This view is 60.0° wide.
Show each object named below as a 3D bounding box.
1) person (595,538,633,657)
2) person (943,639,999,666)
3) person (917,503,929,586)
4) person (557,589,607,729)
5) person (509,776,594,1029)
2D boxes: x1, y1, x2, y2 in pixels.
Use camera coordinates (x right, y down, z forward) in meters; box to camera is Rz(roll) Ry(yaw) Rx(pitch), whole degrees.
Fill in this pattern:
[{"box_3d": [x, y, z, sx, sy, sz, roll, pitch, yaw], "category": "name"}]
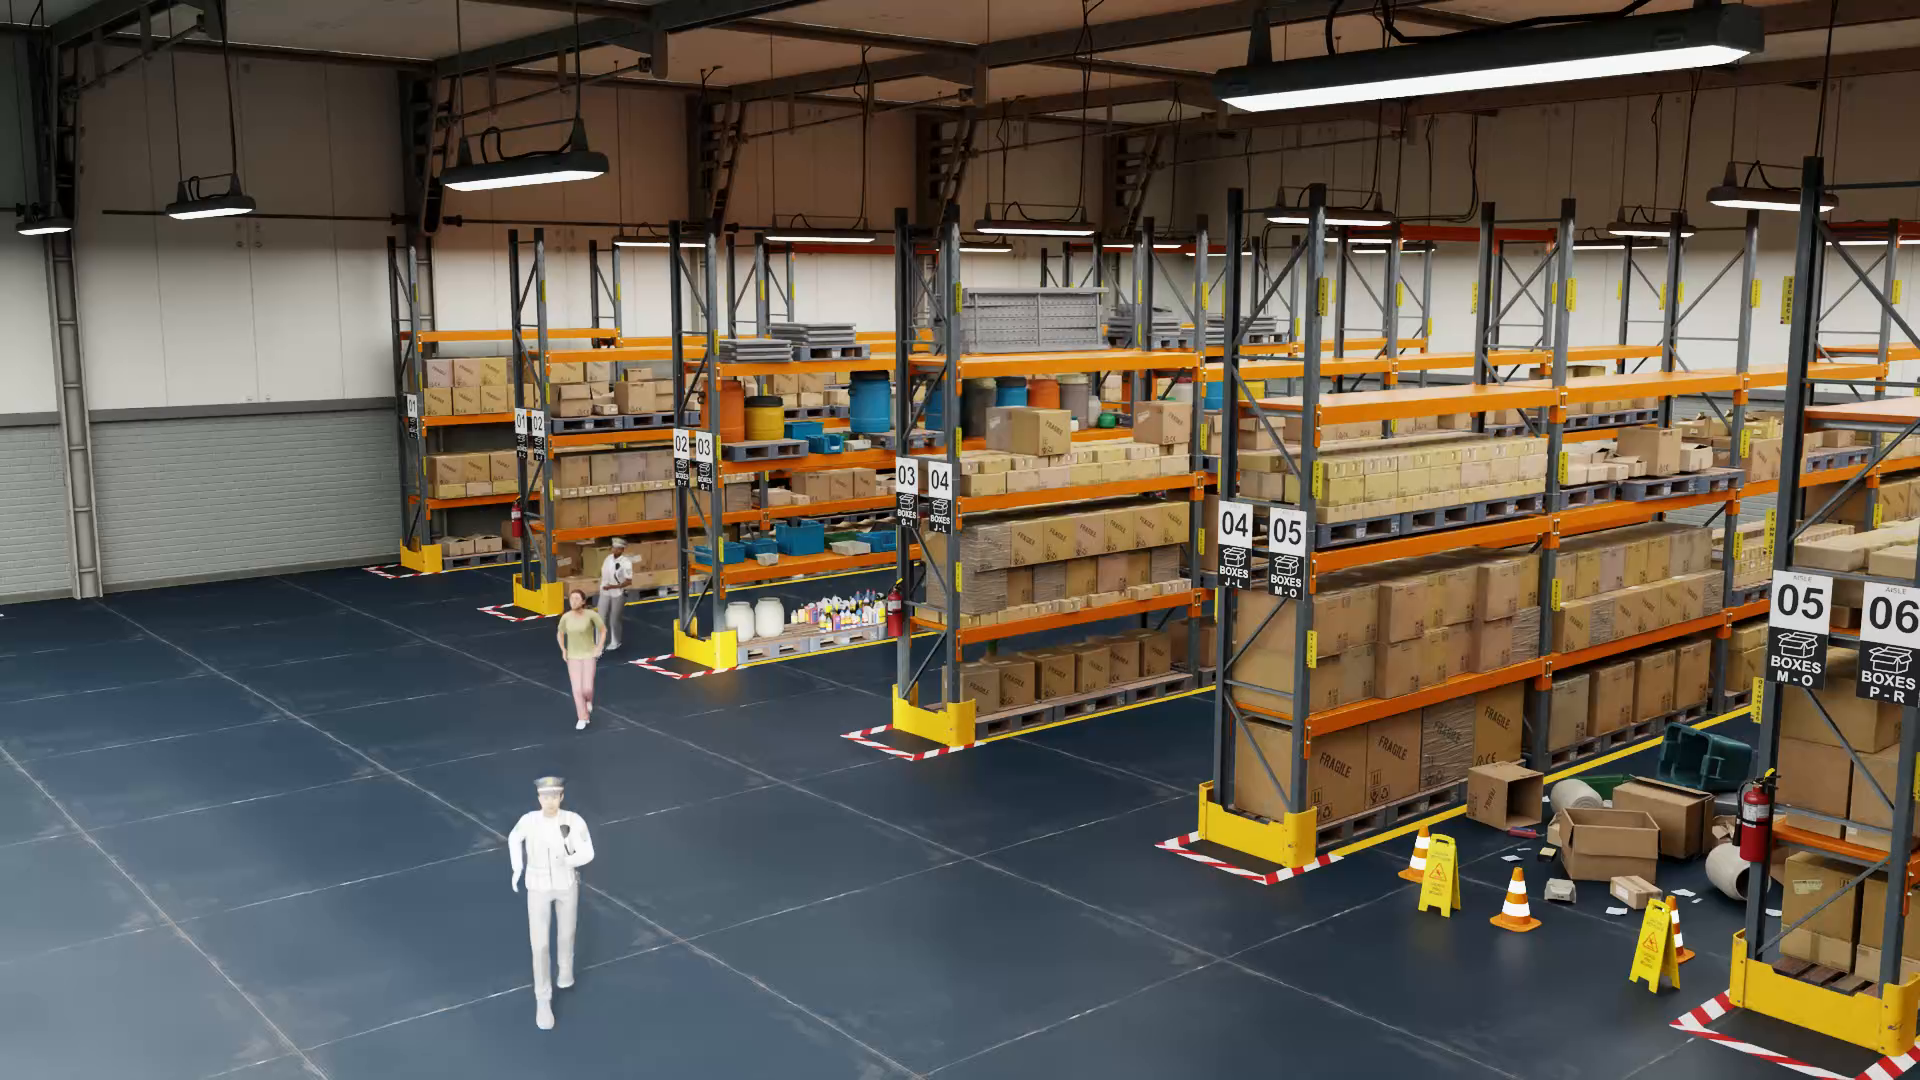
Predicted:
[{"box_3d": [-4.830, 0.804, 23.226, 0.599, 1.717, 0.653, 2, 9, 12], "category": "person"}, {"box_3d": [0.168, 0.714, 21.321, 0.872, 1.815, 0.633, -7, 11, -37], "category": "person"}, {"box_3d": [-0.496, -0.127, 27.041, 0.692, 1.802, 0.660, 7, 11, 40], "category": "person"}, {"box_3d": [-4.444, 1.385, 19.508, 0.580, 1.636, 0.494, 0, 9, -2], "category": "person"}, {"box_3d": [-2.911, 2.518, 11.893, 0.589, 1.742, 0.769, -2, 9, -14], "category": "person"}]
